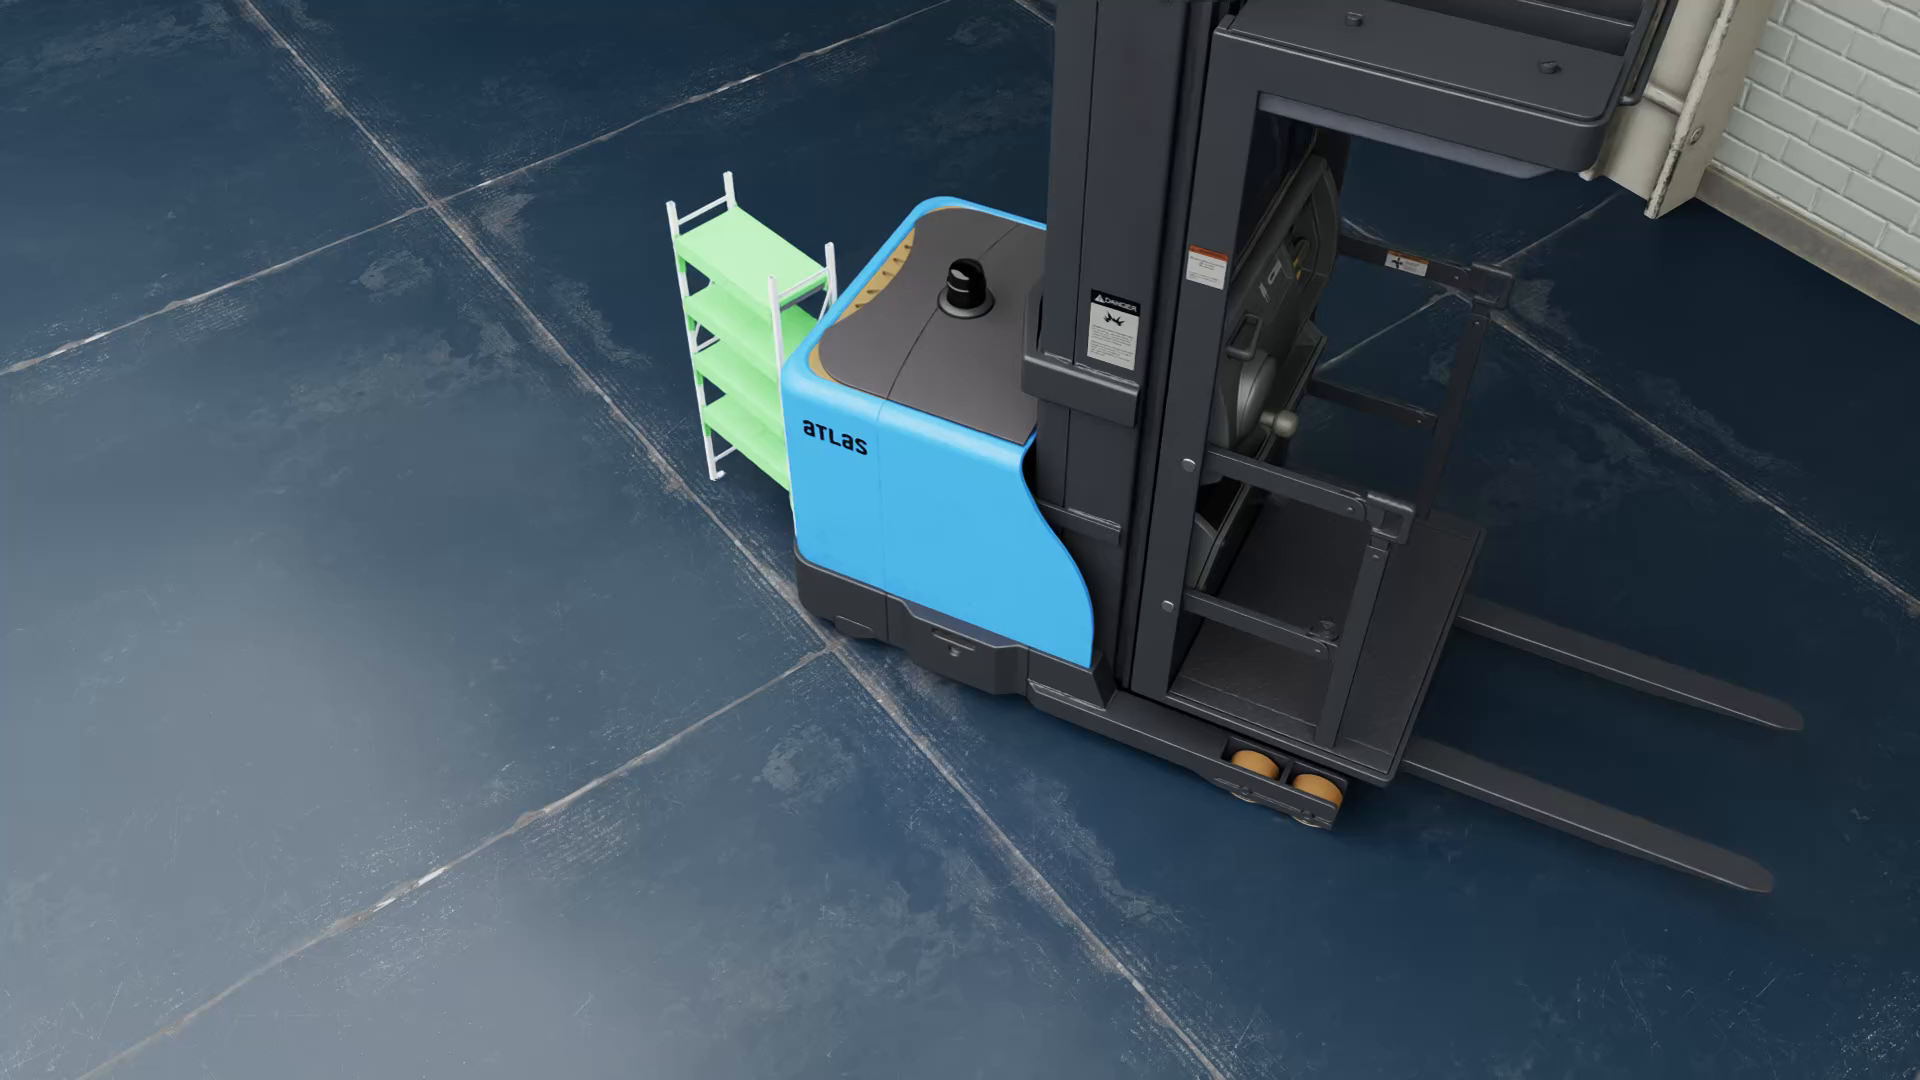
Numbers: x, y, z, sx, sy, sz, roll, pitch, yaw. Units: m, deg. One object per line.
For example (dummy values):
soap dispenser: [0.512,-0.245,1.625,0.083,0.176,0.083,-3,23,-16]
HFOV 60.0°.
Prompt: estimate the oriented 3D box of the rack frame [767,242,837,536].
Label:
rack frame: [-0.466,-0.415,5.317,0.240,1.200,0.015,-35,57,-27]

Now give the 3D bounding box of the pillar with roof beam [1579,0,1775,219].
pillar with roof beam: [-0.516,-2.618,2.049,9.100,9.000,0.400,-29,54,-24]

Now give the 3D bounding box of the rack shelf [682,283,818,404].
rack shelf: [-0.634,-0.665,5.305,0.258,0.148,0.480,-35,57,-27]

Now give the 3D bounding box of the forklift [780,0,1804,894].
forklift: [1.020,-0.581,4.299,3.031,2.935,1.130,20,51,17]

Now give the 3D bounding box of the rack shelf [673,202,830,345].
rack shelf: [-0.634,-0.826,5.128,0.258,0.148,0.480,-35,57,-27]

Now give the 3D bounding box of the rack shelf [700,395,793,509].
rack shelf: [-0.634,-0.343,5.661,0.258,0.148,0.480,-35,57,-27]

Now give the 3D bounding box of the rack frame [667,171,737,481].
rack frame: [-0.801,-0.678,5.555,0.240,1.200,0.015,-35,57,-27]

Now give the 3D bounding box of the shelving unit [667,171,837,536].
shelving unit: [-0.634,-0.547,5.436,0.258,1.200,0.503,-35,57,-27]

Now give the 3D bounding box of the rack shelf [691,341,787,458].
rack shelf: [-0.634,-0.504,5.483,0.258,0.148,0.480,-35,57,-27]
